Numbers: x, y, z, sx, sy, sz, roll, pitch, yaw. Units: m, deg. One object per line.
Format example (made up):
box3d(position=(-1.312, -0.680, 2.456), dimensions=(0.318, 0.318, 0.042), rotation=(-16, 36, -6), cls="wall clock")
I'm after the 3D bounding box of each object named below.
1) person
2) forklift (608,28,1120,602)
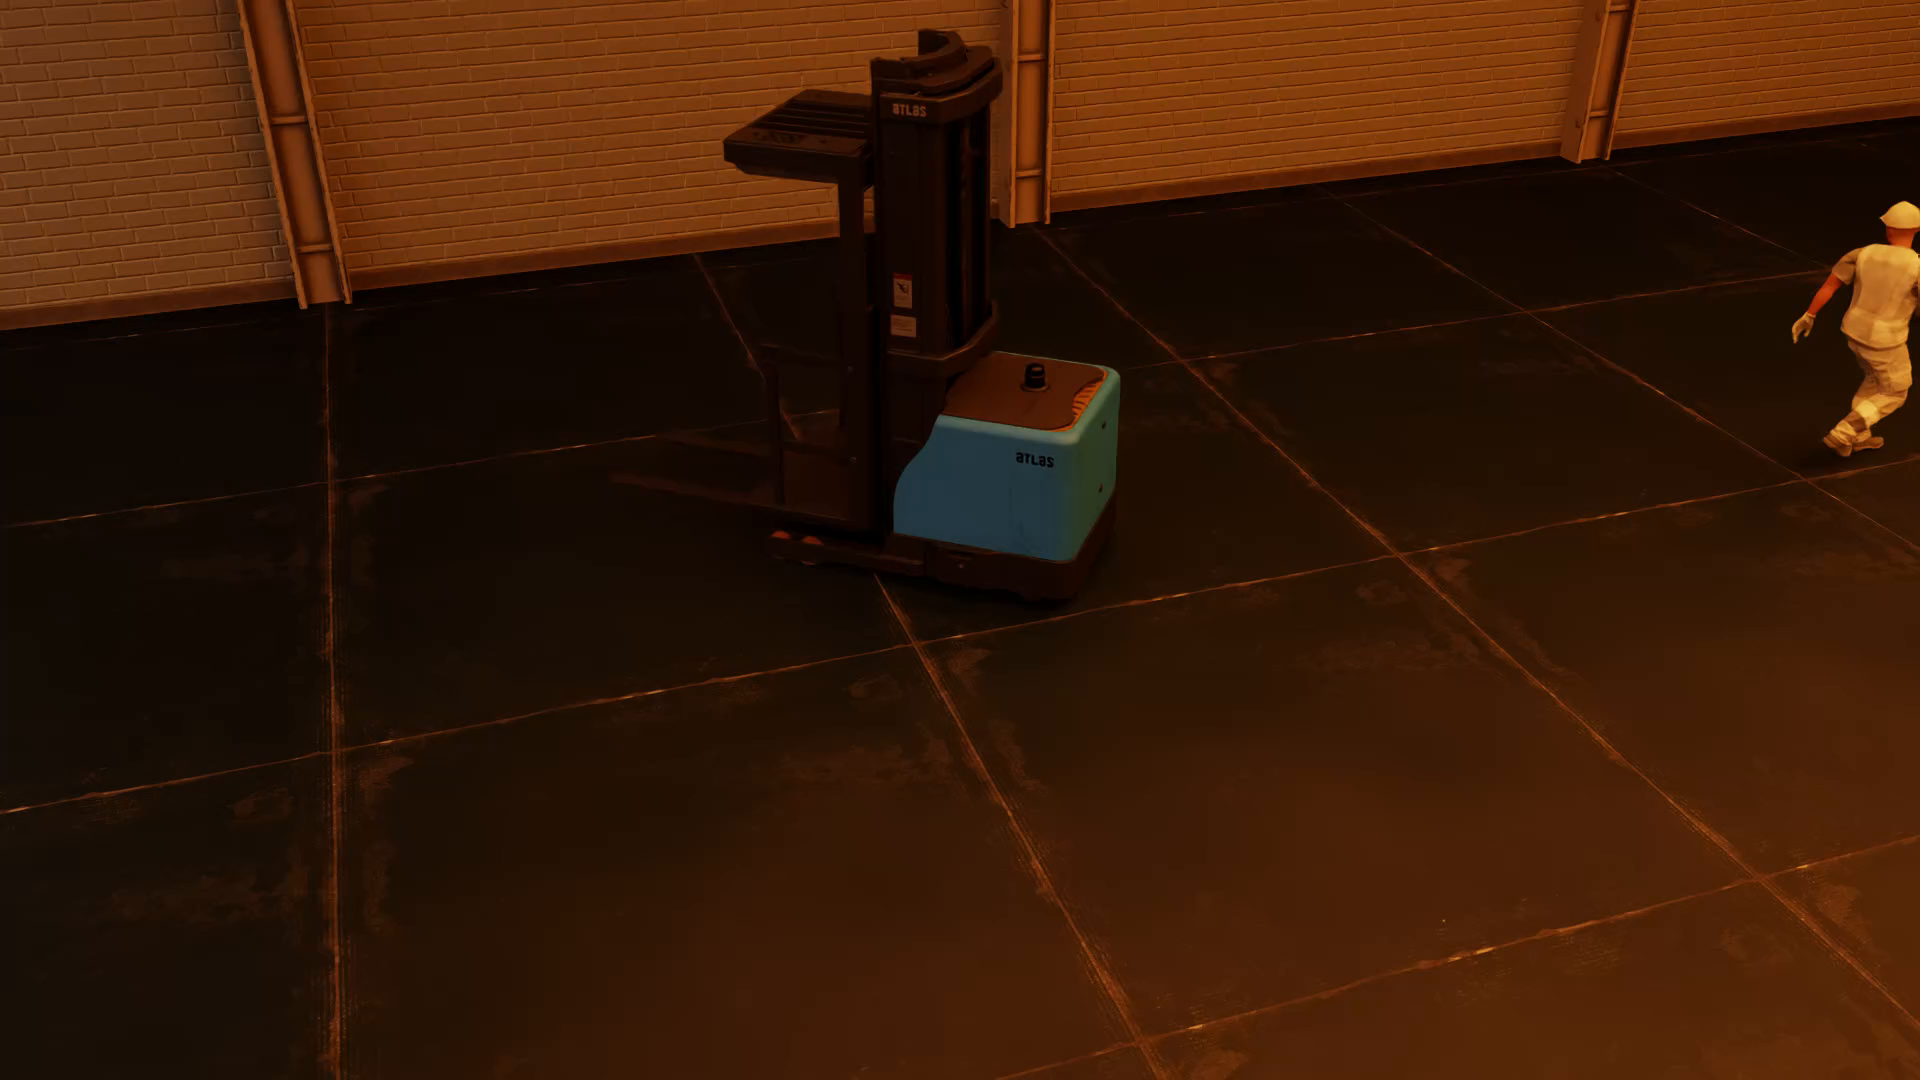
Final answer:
box3d(position=(5.835, -1.327, 10.625), dimensions=(0.736, 1.709, 0.650), rotation=(-10, 31, -17), cls="person")
box3d(position=(-0.634, -1.359, 9.448), dimensions=(3.031, 2.935, 1.130), rotation=(10, 31, 17), cls="forklift")
